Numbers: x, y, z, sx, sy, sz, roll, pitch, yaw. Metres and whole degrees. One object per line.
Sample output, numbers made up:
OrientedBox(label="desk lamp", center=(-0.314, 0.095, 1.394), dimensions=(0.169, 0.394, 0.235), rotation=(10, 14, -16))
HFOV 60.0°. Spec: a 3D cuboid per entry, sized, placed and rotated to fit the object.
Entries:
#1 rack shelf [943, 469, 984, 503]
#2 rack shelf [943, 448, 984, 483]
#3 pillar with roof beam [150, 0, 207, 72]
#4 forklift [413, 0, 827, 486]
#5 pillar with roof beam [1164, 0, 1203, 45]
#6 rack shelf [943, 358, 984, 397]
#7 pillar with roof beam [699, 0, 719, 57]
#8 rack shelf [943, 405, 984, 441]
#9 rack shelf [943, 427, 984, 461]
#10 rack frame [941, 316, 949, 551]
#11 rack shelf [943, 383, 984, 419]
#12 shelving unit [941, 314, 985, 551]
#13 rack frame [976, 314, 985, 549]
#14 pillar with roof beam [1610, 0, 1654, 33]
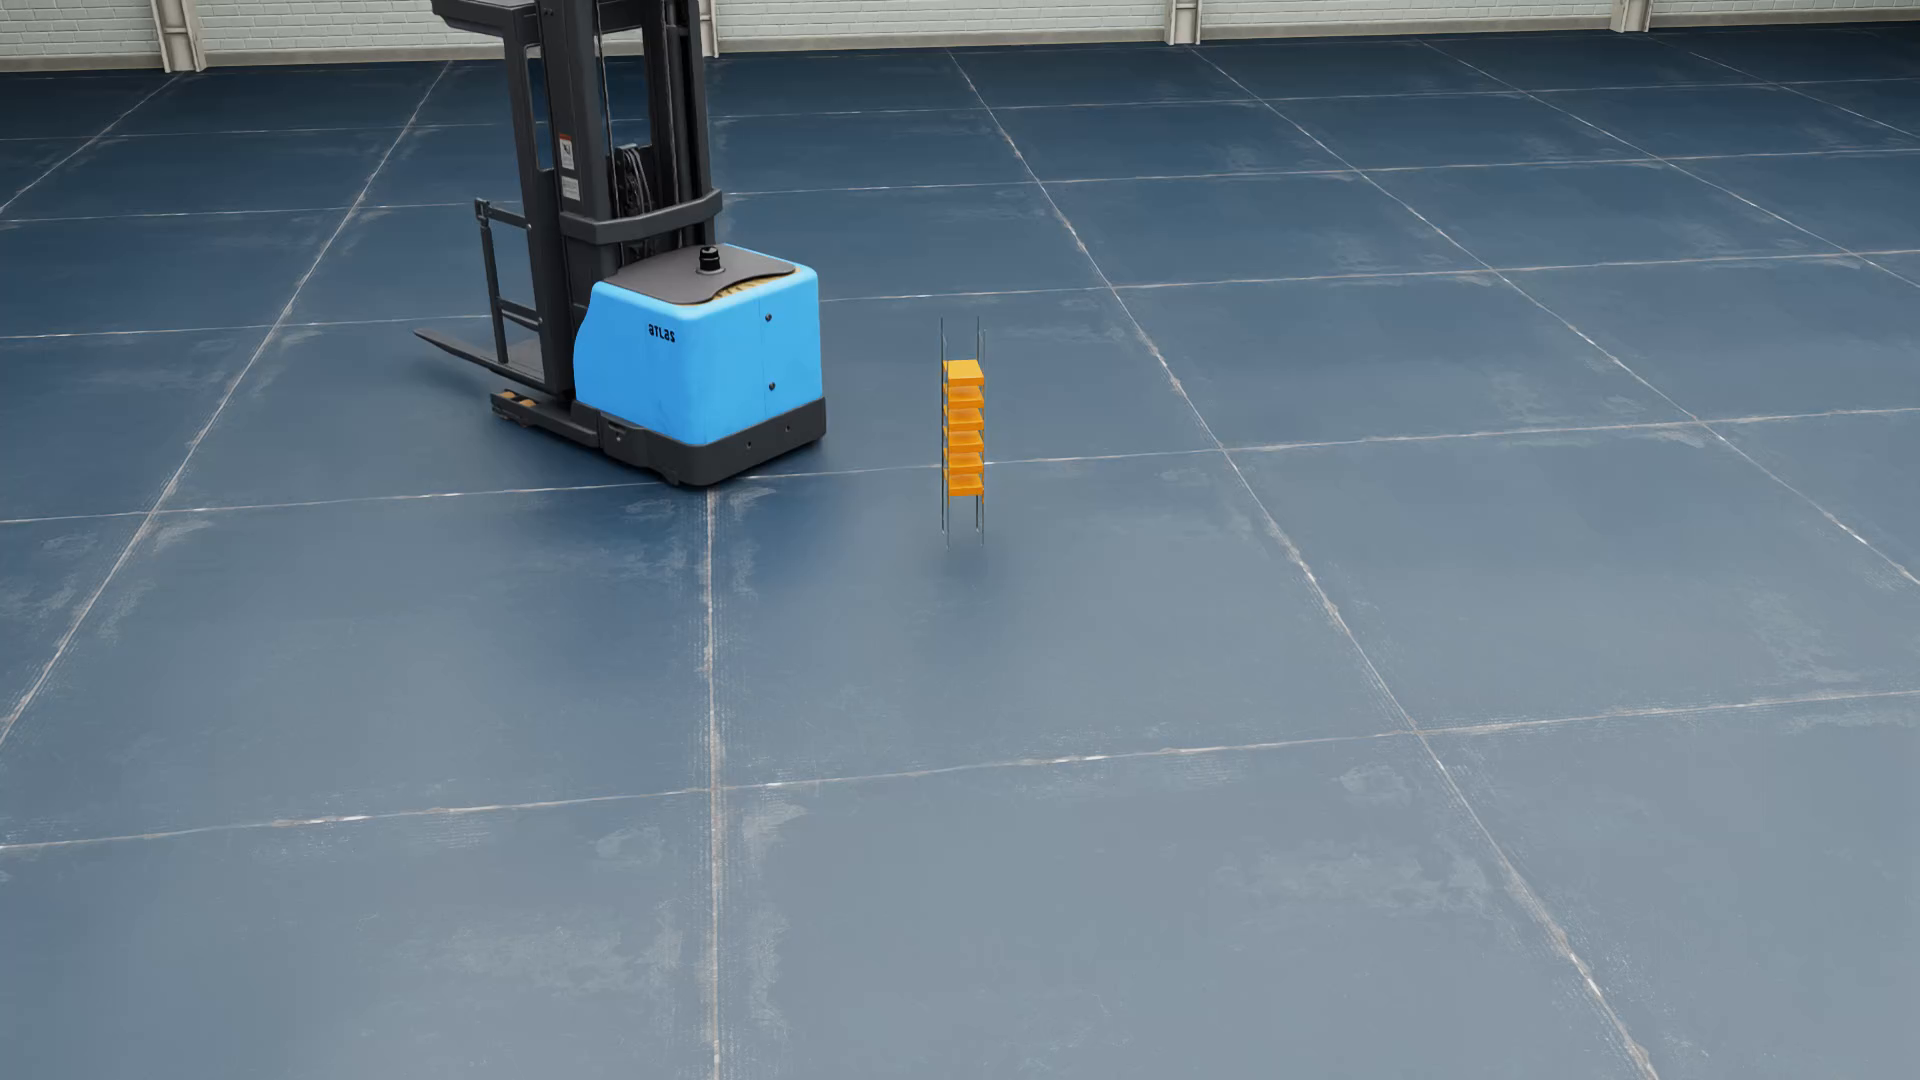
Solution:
OrientedBox(label="rack shelf", center=(0.014, -0.282, 8.608), dimensions=(0.180, 0.103, 0.258), rotation=(-4, 27, -7))
OrientedBox(label="rack shelf", center=(0.014, -0.388, 8.553), dimensions=(0.180, 0.103, 0.258), rotation=(-4, 27, -7))
OrientedBox(label="pillar with roof beam", center=(-8.482, -7.584, 13.674), dimensions=(0.400, 9.000, 9.100), rotation=(-4, 27, -7))
OrientedBox(label="forklift", center=(-2.238, -2.150, 9.730), dimensions=(3.031, 2.935, 1.130), rotation=(21, 34, 35))
OrientedBox(label="pillar with roof beam", center=(3.401, -8.348, 15.161), dimensions=(0.400, 9.000, 9.100), rotation=(-4, 27, -7))
OrientedBox(label="rack shelf", center=(0.014, -0.816, 8.334), dimensions=(0.180, 0.103, 0.258), rotation=(-4, 27, -7))
OrientedBox(label="pillar with roof beam", center=(-2.541, -7.966, 14.418), dimensions=(0.400, 9.000, 9.100), rotation=(-4, 27, -7))
OrientedBox(label="rack shelf", center=(0.014, -0.602, 8.443), dimensions=(0.180, 0.103, 0.258), rotation=(-4, 27, -7))
OrientedBox(label="rack shelf", center=(0.014, -0.495, 8.498), dimensions=(0.180, 0.103, 0.258), rotation=(-4, 27, -7))
OrientedBox(label="rack frame", center=(-0.076, -0.529, 8.467), dimensions=(0.006, 1.200, 0.240), rotation=(-4, 27, -7))
OrientedBox(label="rack shelf", center=(0.014, -0.709, 8.389), dimensions=(0.180, 0.103, 0.258), rotation=(-4, 27, -7))
OrientedBox(label="shelving unit", center=(0.014, -0.535, 8.478), dimensions=(0.189, 1.200, 0.258), rotation=(-4, 27, -7))
OrientedBox(label="rack frame", center=(0.105, -0.541, 8.489), dimensions=(0.006, 1.200, 0.240), rotation=(-4, 27, -7))
OrientedBox(label="pillar with roof beam", center=(9.342, -8.729, 15.905), dimensions=(0.400, 9.000, 9.100), rotation=(-4, 27, -7))
